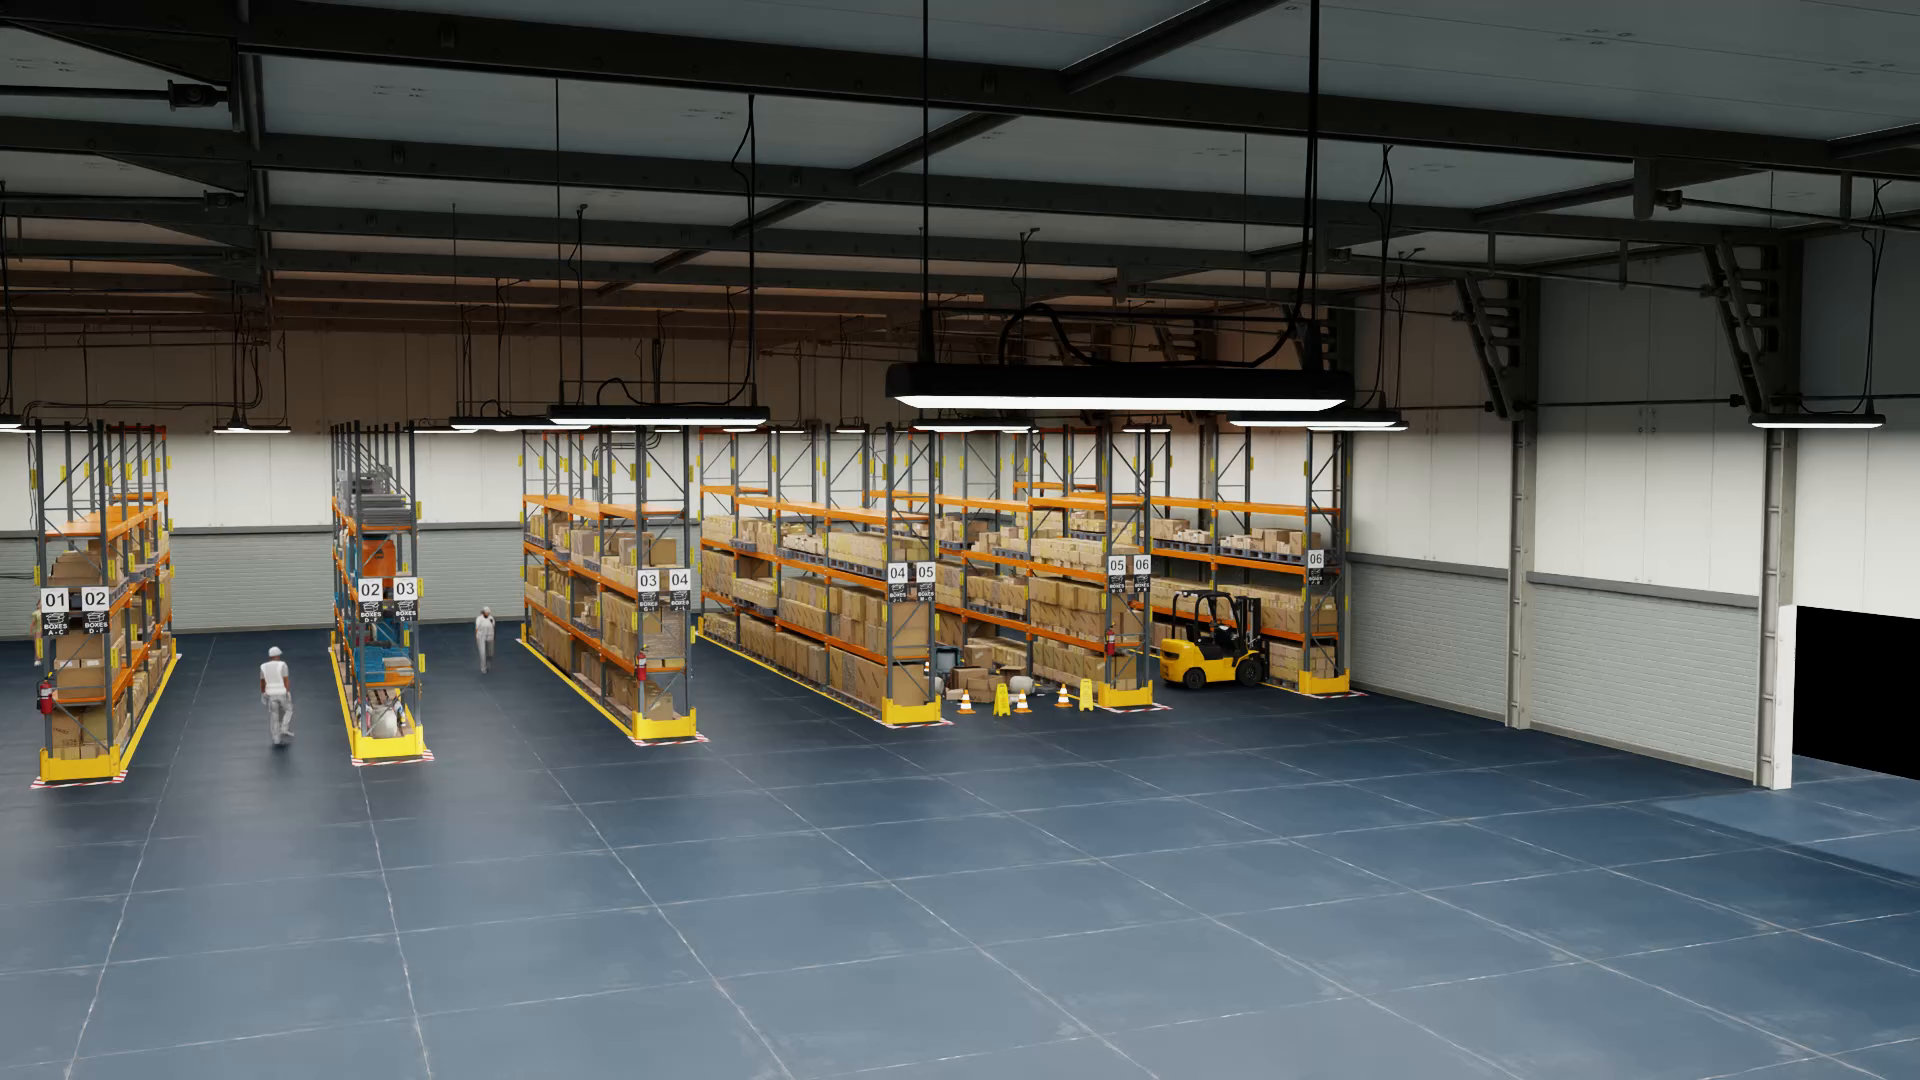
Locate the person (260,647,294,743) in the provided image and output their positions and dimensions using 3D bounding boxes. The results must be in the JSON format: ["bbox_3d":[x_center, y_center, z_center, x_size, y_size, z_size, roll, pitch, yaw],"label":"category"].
[{"bbox_3d":[-12.756,2.891,31.042,0.594,1.770,0.527,-1,4,-12],"label":"person"}]

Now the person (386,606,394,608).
[{"bbox_3d":[-16.164,1.876,47.664,0.637,1.745,0.877,1,4,12],"label":"person"}]

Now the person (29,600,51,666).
[{"bbox_3d":[-22.923,2.300,41.486,0.536,1.596,1.068,-2,4,-27],"label":"person"}]

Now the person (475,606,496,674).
[{"bbox_3d":[-11.481,2.386,40.195,0.484,1.606,0.851,-2,4,-27],"label":"person"}]

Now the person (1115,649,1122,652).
[{"bbox_3d":[3.637,2.374,39.353,0.571,1.763,0.479,-1,4,-14],"label":"person"}]
